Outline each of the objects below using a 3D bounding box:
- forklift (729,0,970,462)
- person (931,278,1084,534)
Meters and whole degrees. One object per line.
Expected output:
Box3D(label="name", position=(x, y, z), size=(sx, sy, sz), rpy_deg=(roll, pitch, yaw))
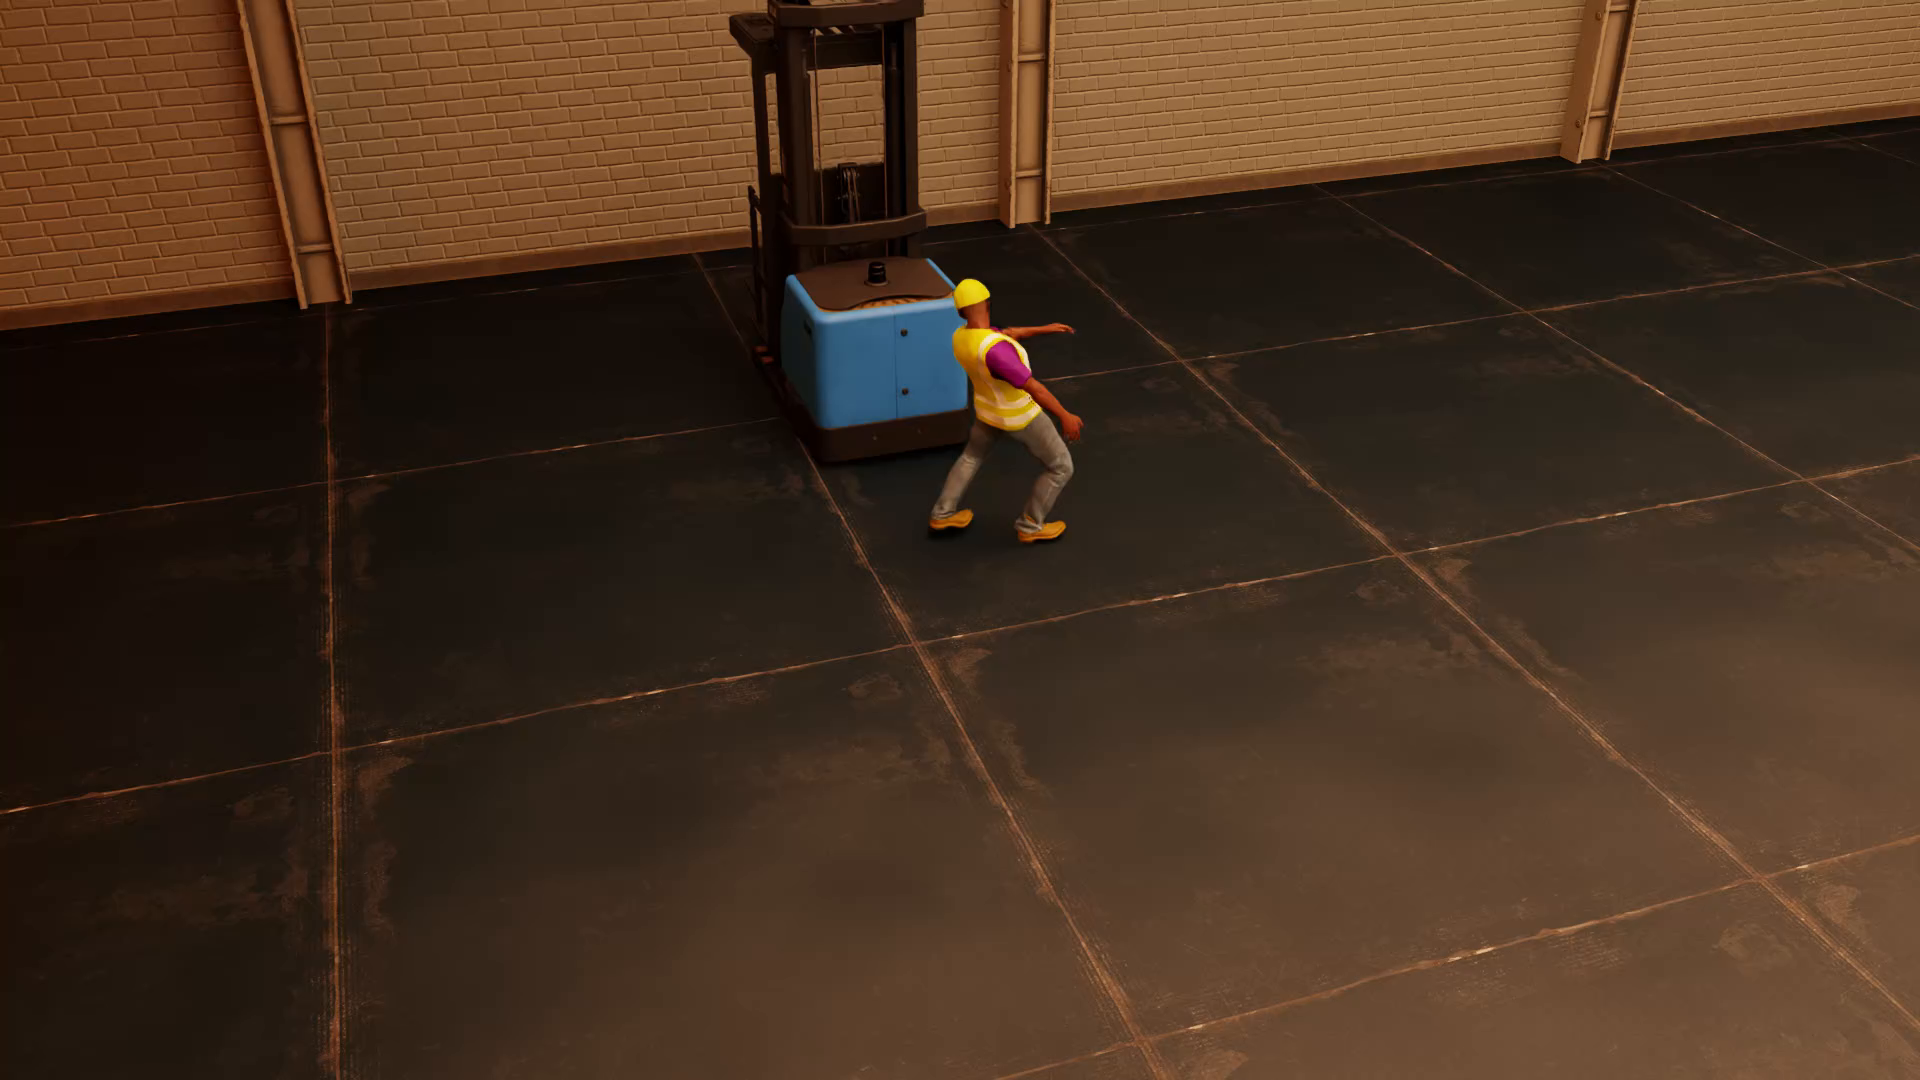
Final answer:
Box3D(label="forklift", position=(-0.894, -2.494, 11.422), size=(1.130, 2.935, 3.031), rpy_deg=(-10, 31, -16))
Box3D(label="person", position=(0.384, -0.772, 9.673), size=(0.871, 1.544, 0.863), rpy_deg=(-26, 39, -38))
